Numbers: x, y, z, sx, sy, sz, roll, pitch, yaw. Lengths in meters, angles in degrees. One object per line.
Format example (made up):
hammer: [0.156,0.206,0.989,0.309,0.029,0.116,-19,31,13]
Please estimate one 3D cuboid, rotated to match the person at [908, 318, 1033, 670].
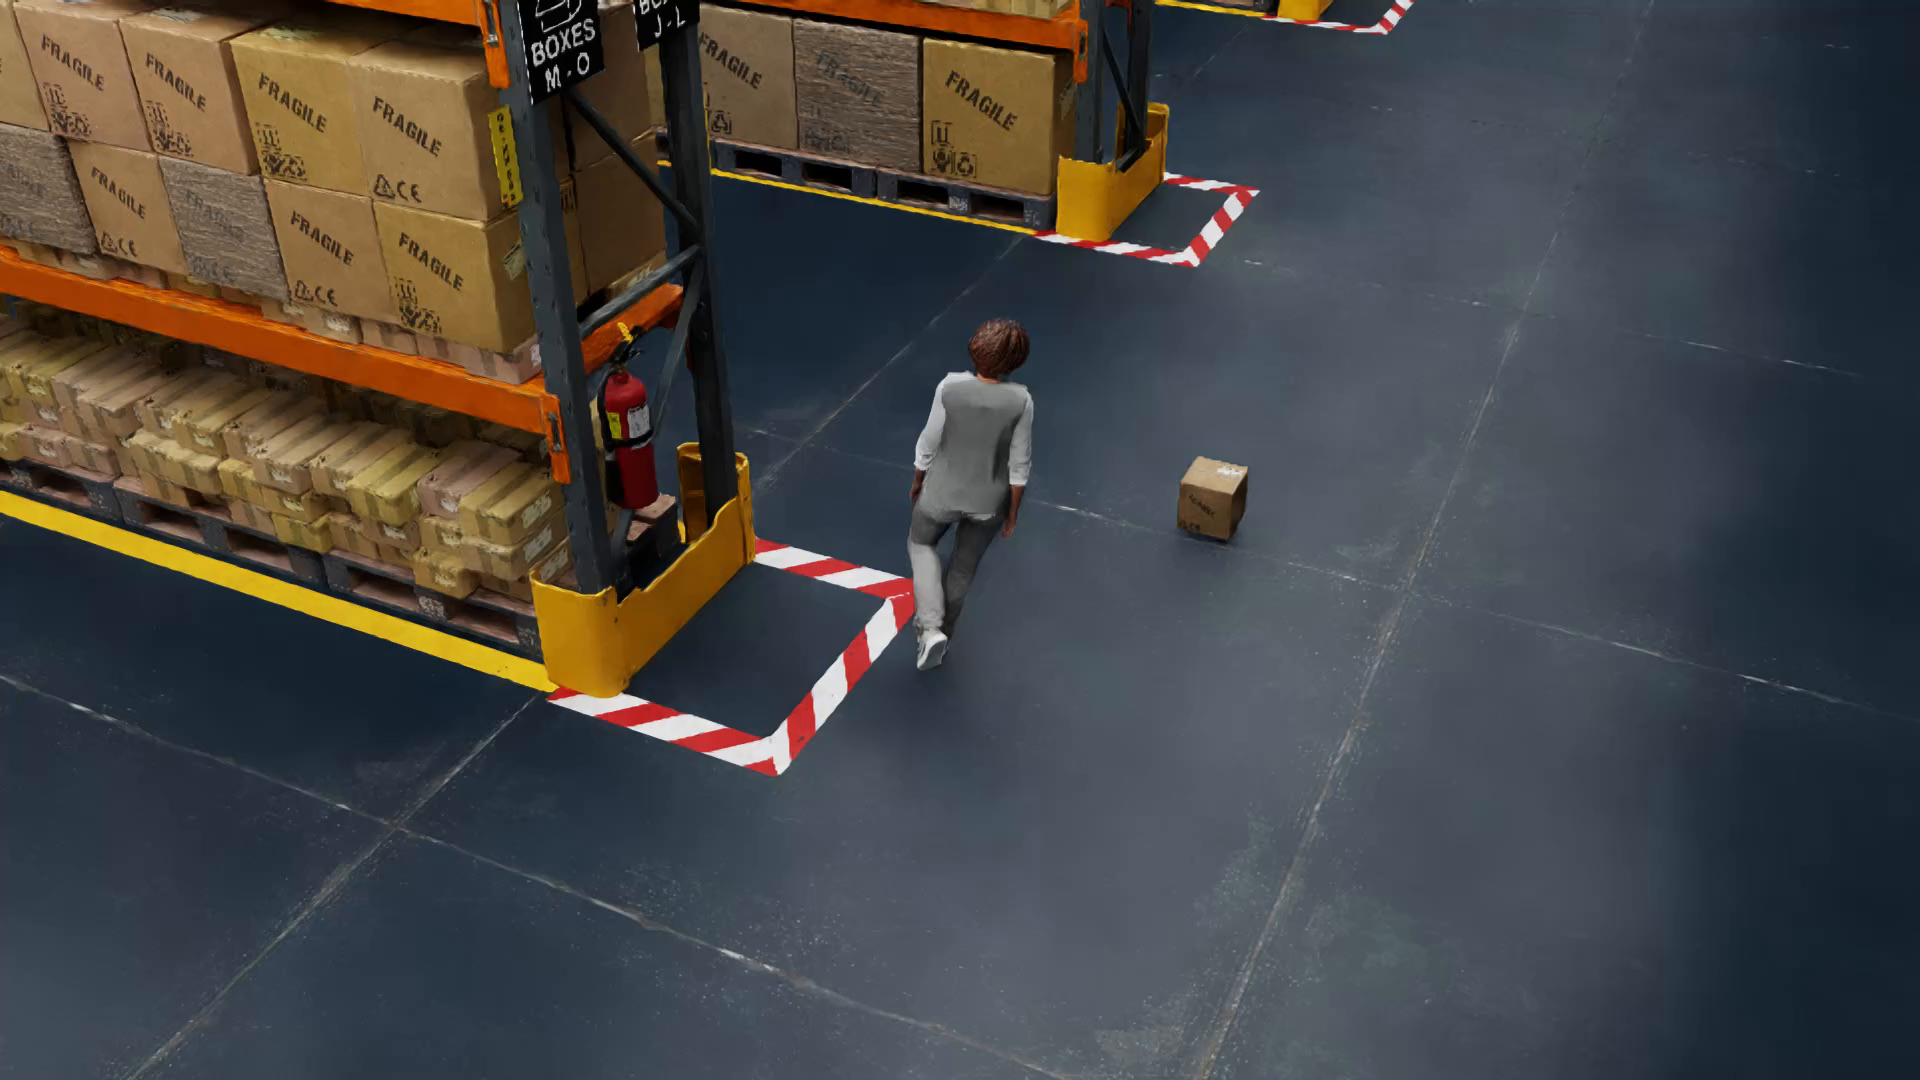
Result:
person: [0.030,-0.141,6.387,0.480,1.561,0.560,0,34,0]
